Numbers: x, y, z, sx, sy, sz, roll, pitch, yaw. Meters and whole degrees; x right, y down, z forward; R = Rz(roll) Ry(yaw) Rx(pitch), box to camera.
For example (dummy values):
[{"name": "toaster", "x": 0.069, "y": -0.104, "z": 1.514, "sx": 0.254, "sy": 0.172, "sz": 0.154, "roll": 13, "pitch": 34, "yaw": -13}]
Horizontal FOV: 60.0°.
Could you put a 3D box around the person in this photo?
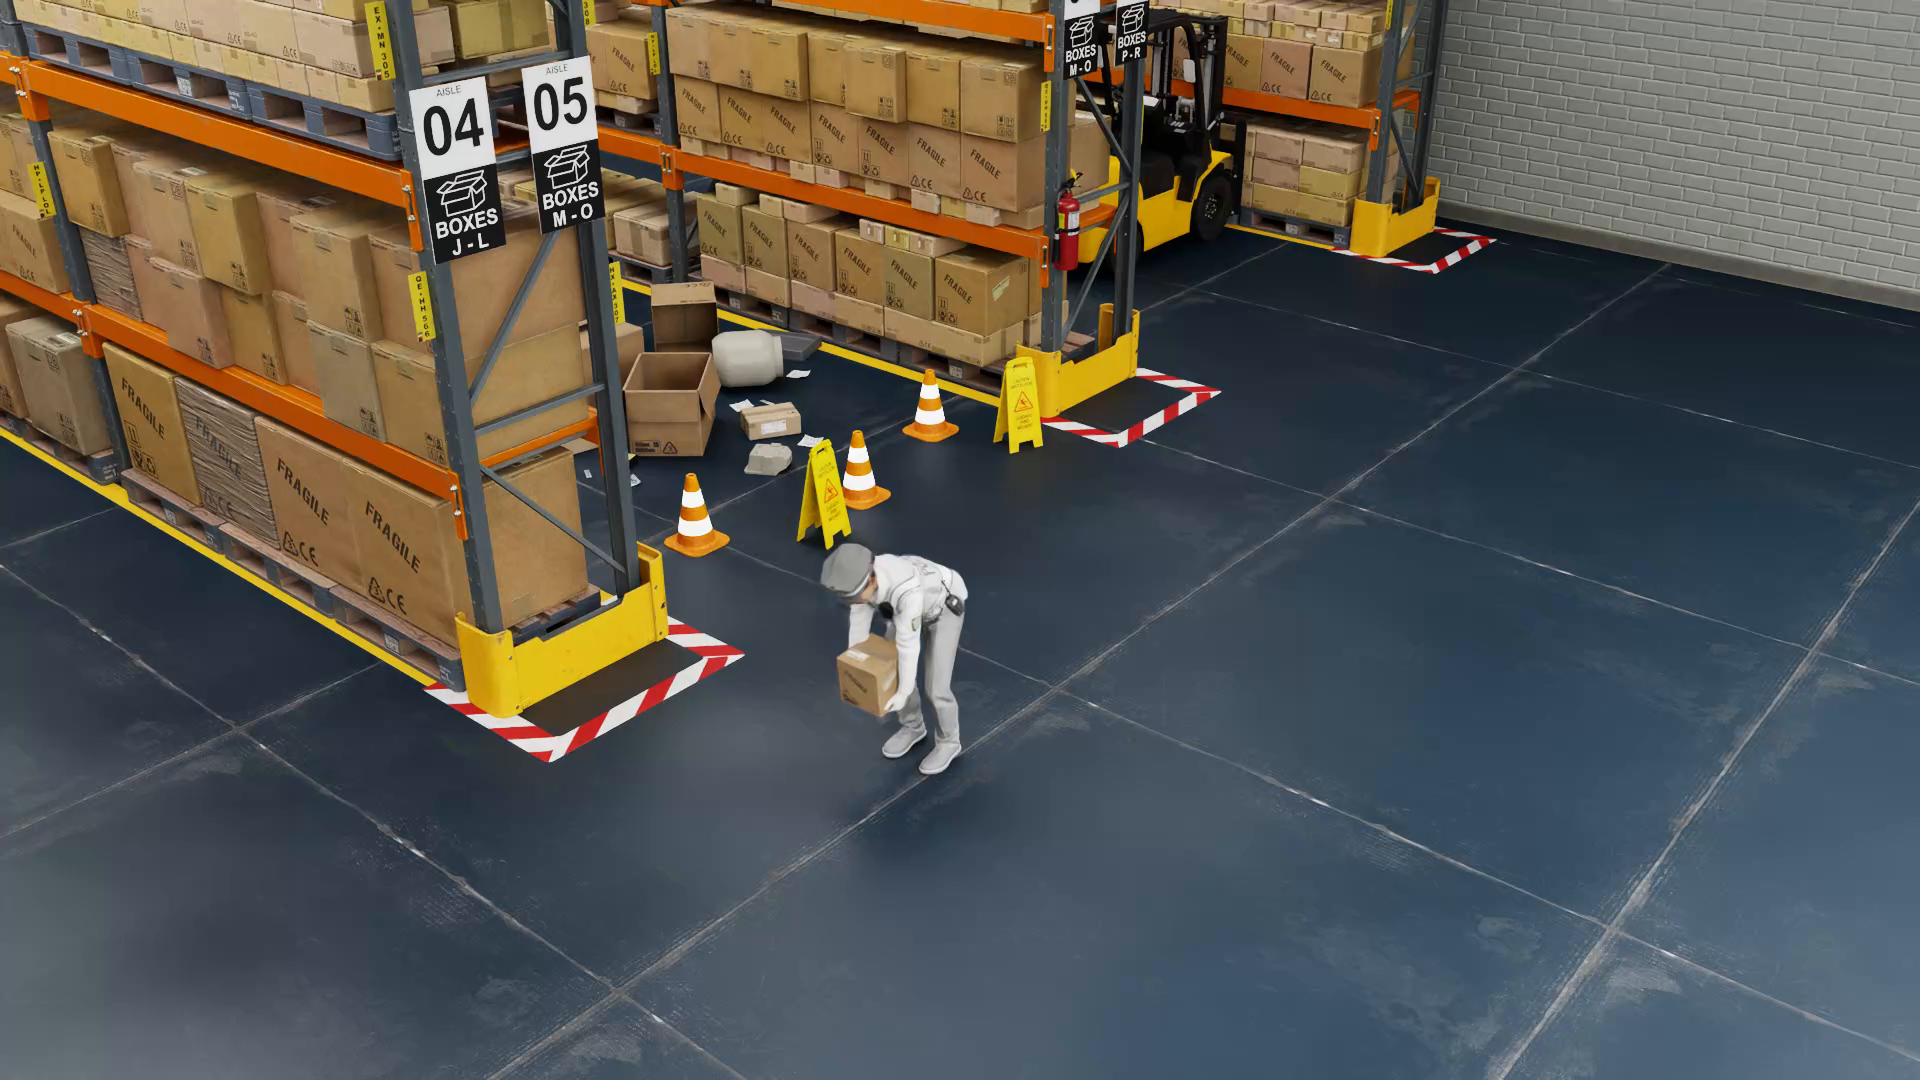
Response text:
[{"name": "person", "x": -0.312, "y": 0.547, "z": 7.900, "sx": 0.409, "sy": 1.366, "sz": 0.857, "roll": 20, "pitch": 34, "yaw": 33}]
